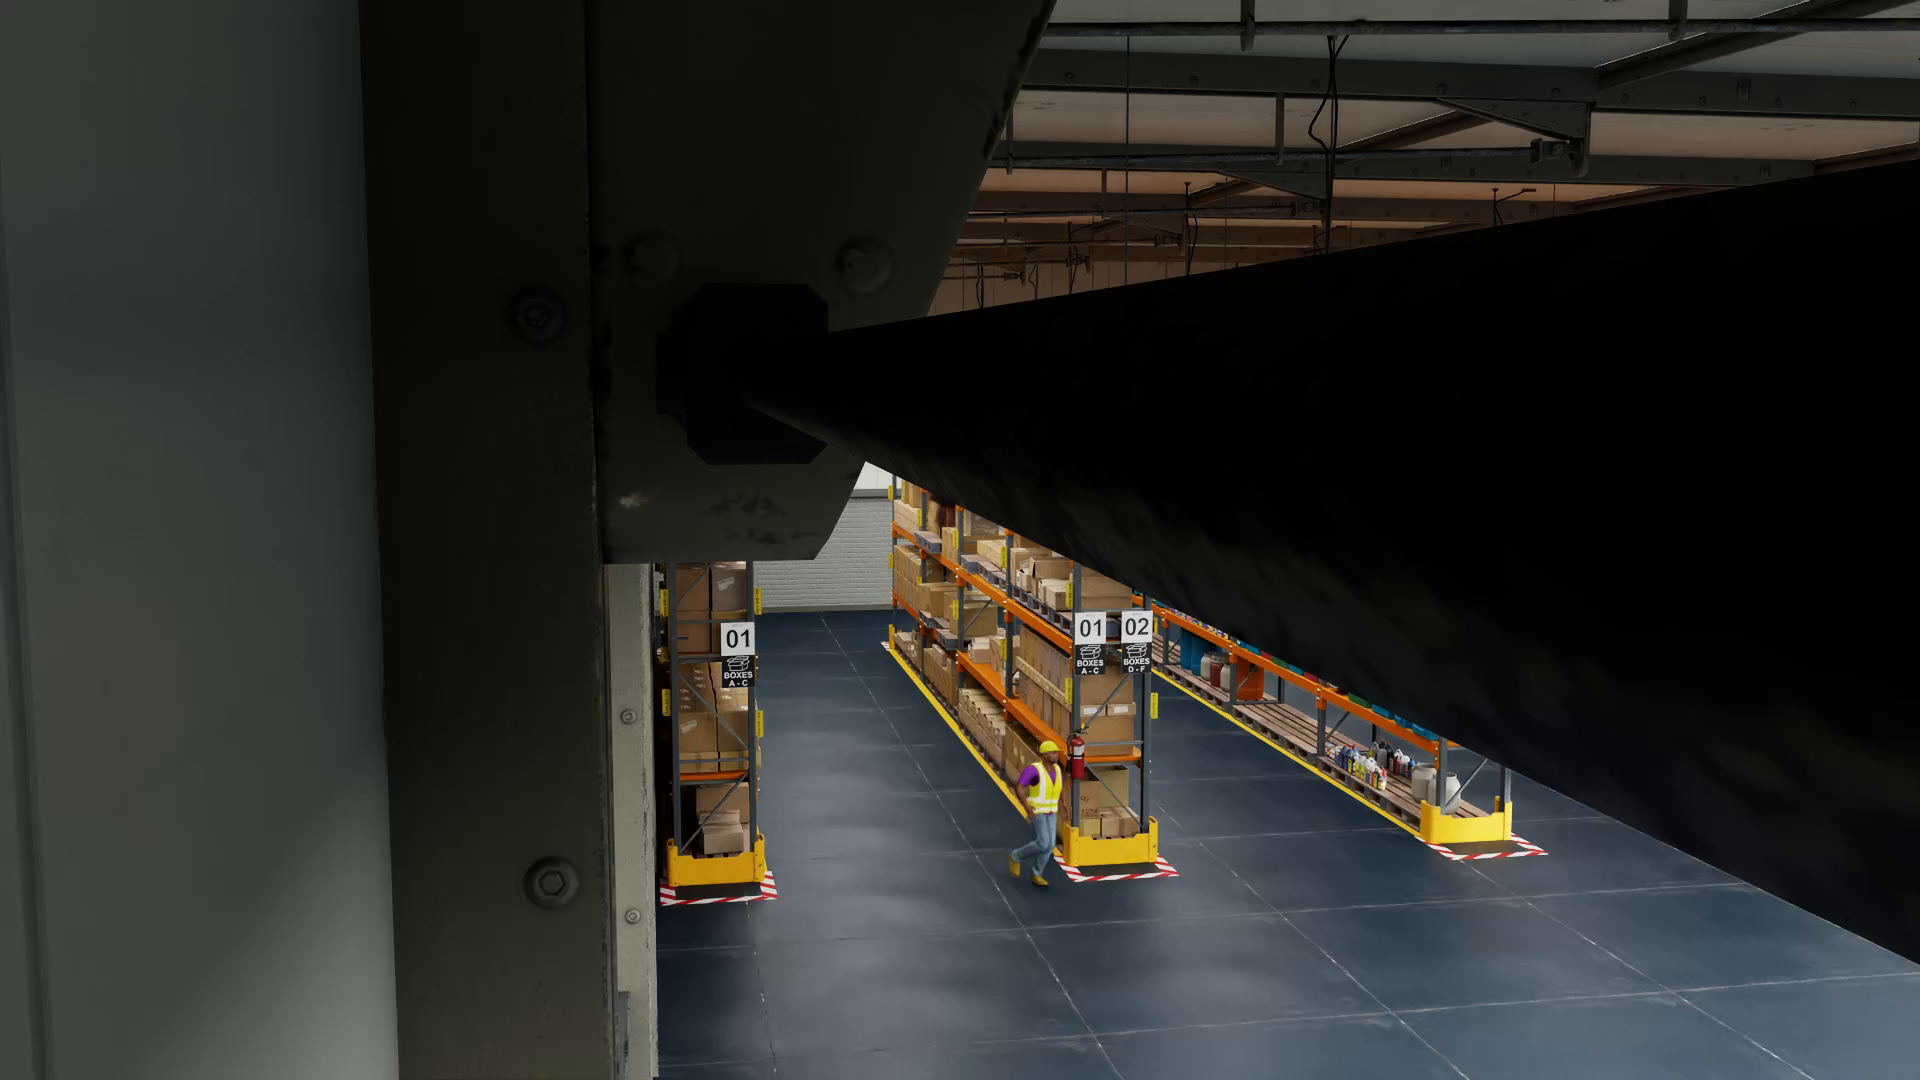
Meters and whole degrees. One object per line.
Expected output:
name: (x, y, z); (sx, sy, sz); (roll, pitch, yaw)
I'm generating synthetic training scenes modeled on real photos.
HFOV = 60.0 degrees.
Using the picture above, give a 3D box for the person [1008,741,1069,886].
person: (1.002, 3.294, 20.271); (0.743, 1.710, 0.573); (-6, 9, -44)
